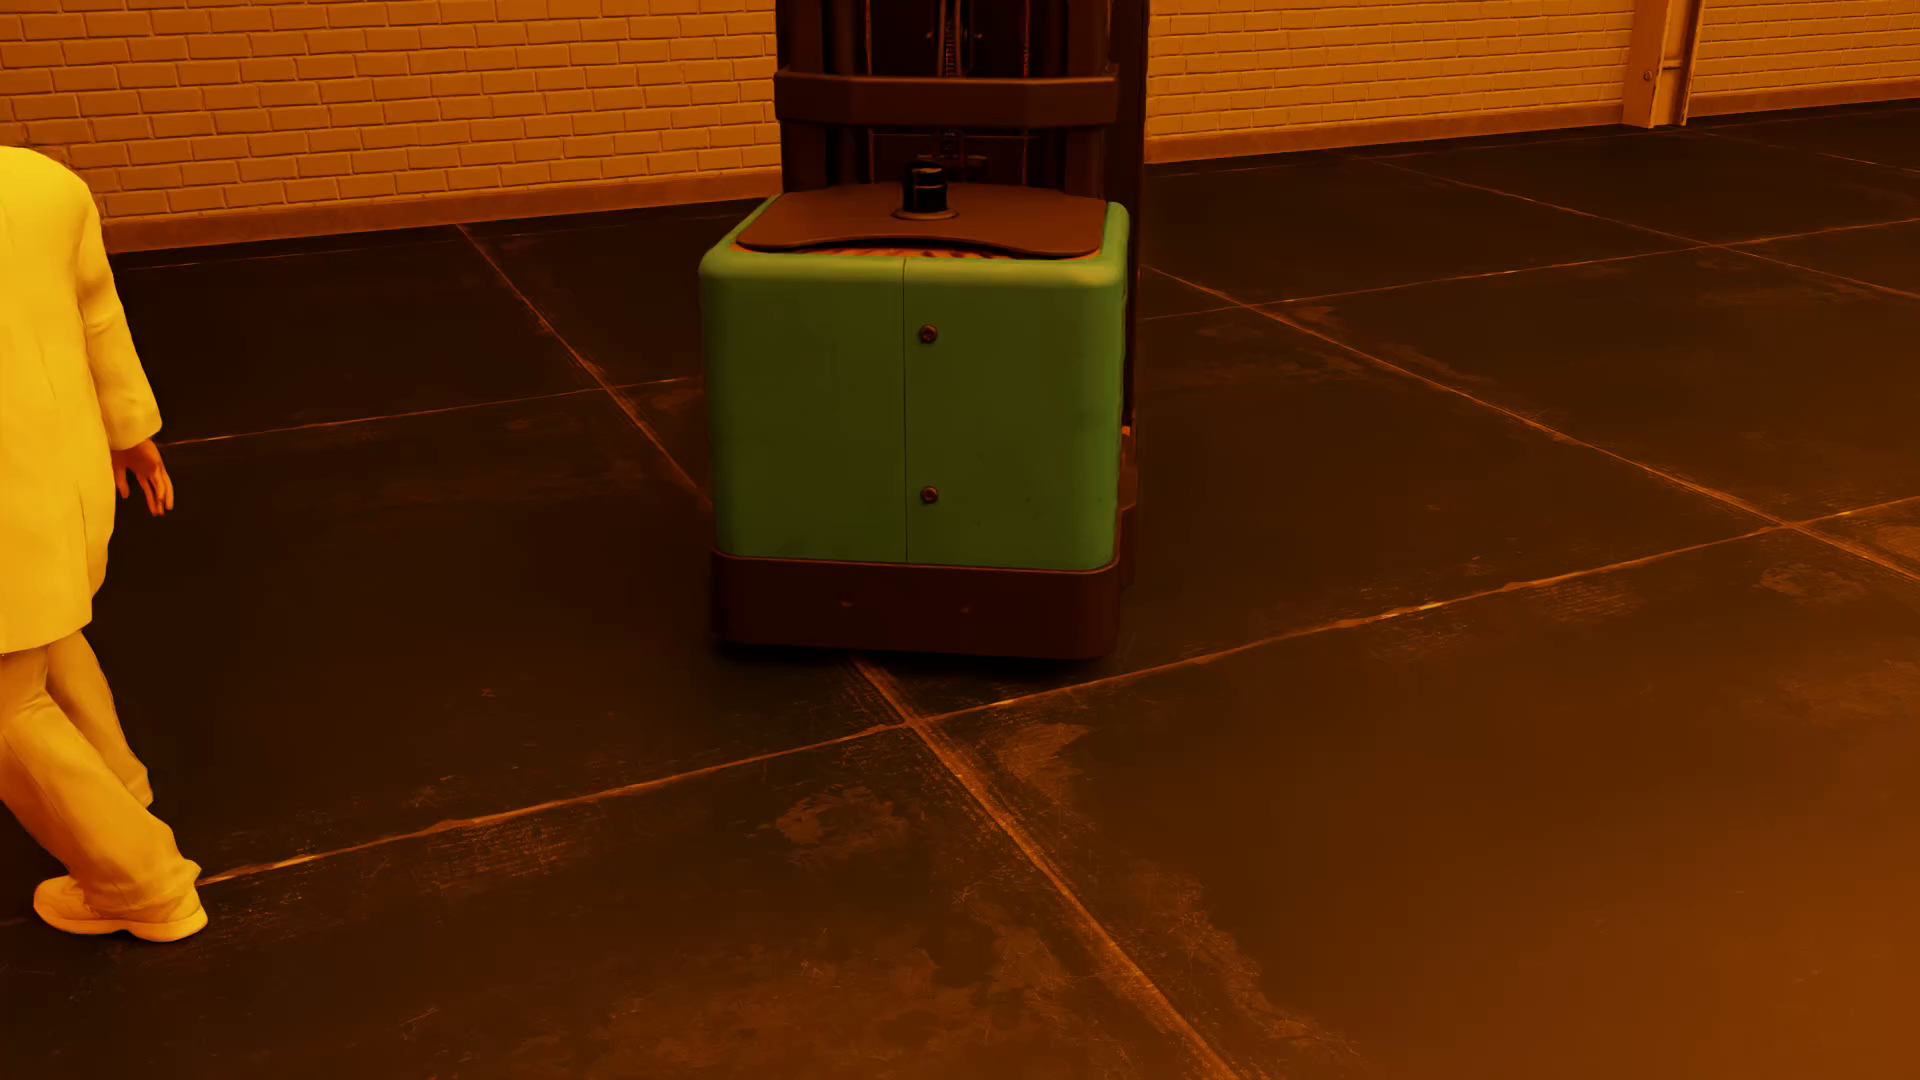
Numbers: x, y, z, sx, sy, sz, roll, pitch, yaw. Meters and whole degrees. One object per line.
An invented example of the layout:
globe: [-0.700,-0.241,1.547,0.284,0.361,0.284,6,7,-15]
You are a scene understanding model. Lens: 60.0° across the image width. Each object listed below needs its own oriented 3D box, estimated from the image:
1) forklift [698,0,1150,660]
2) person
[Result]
forklift: [0.034,-1.579,5.087,1.130,2.935,3.031,2,23,6]
person: [-1.785,-0.104,3.115,0.676,1.727,0.712,3,23,7]
